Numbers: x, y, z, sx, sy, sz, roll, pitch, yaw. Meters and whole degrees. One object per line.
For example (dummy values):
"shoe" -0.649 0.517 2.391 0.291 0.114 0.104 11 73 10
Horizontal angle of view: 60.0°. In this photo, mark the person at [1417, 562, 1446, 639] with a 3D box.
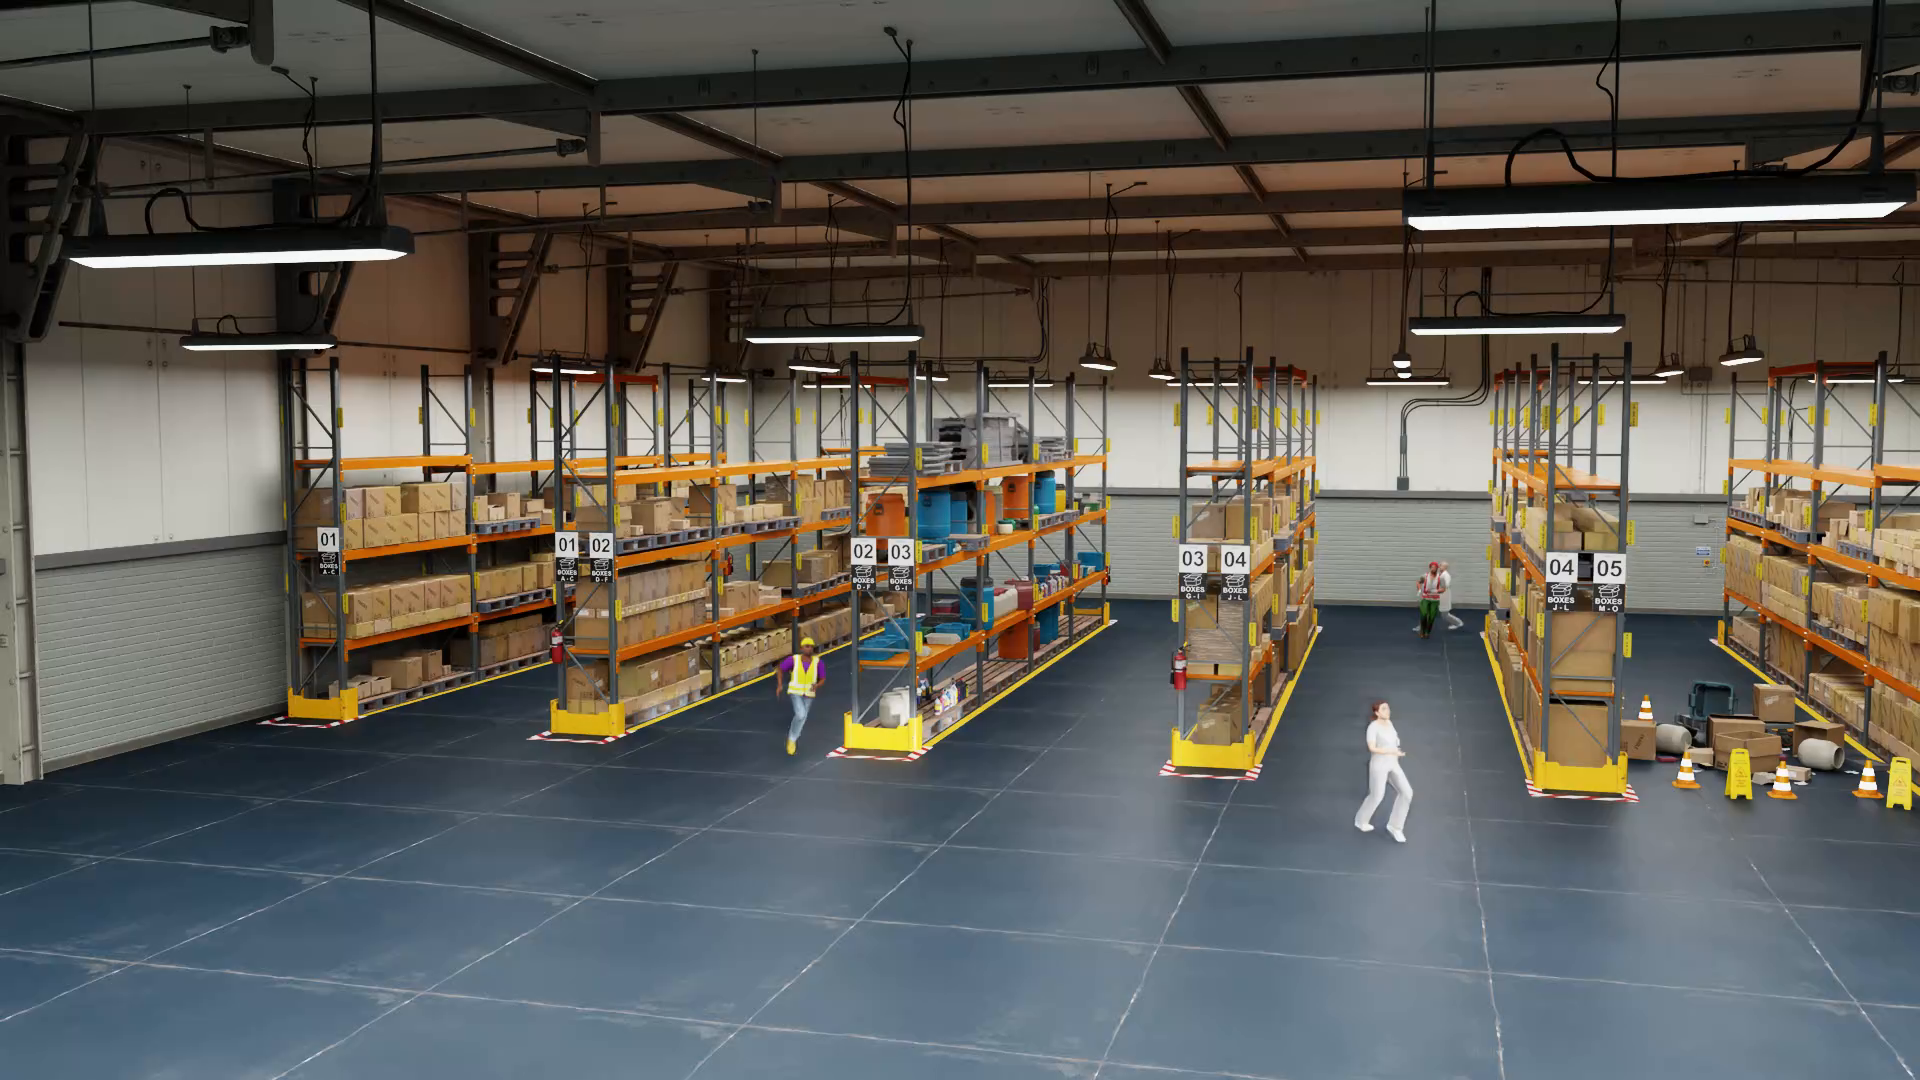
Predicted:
"person" 10.673 1.371 37.640 0.620 1.770 0.568 1 4 10

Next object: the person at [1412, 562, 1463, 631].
"person" 11.254 1.330 38.834 1.177 1.650 0.748 -1 4 -9

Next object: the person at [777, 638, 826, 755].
"person" -2.332 2.308 24.744 0.717 1.699 0.667 -2 4 -21

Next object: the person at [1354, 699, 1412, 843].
"person" 5.044 2.736 19.824 0.570 1.694 0.738 -3 5 -33
